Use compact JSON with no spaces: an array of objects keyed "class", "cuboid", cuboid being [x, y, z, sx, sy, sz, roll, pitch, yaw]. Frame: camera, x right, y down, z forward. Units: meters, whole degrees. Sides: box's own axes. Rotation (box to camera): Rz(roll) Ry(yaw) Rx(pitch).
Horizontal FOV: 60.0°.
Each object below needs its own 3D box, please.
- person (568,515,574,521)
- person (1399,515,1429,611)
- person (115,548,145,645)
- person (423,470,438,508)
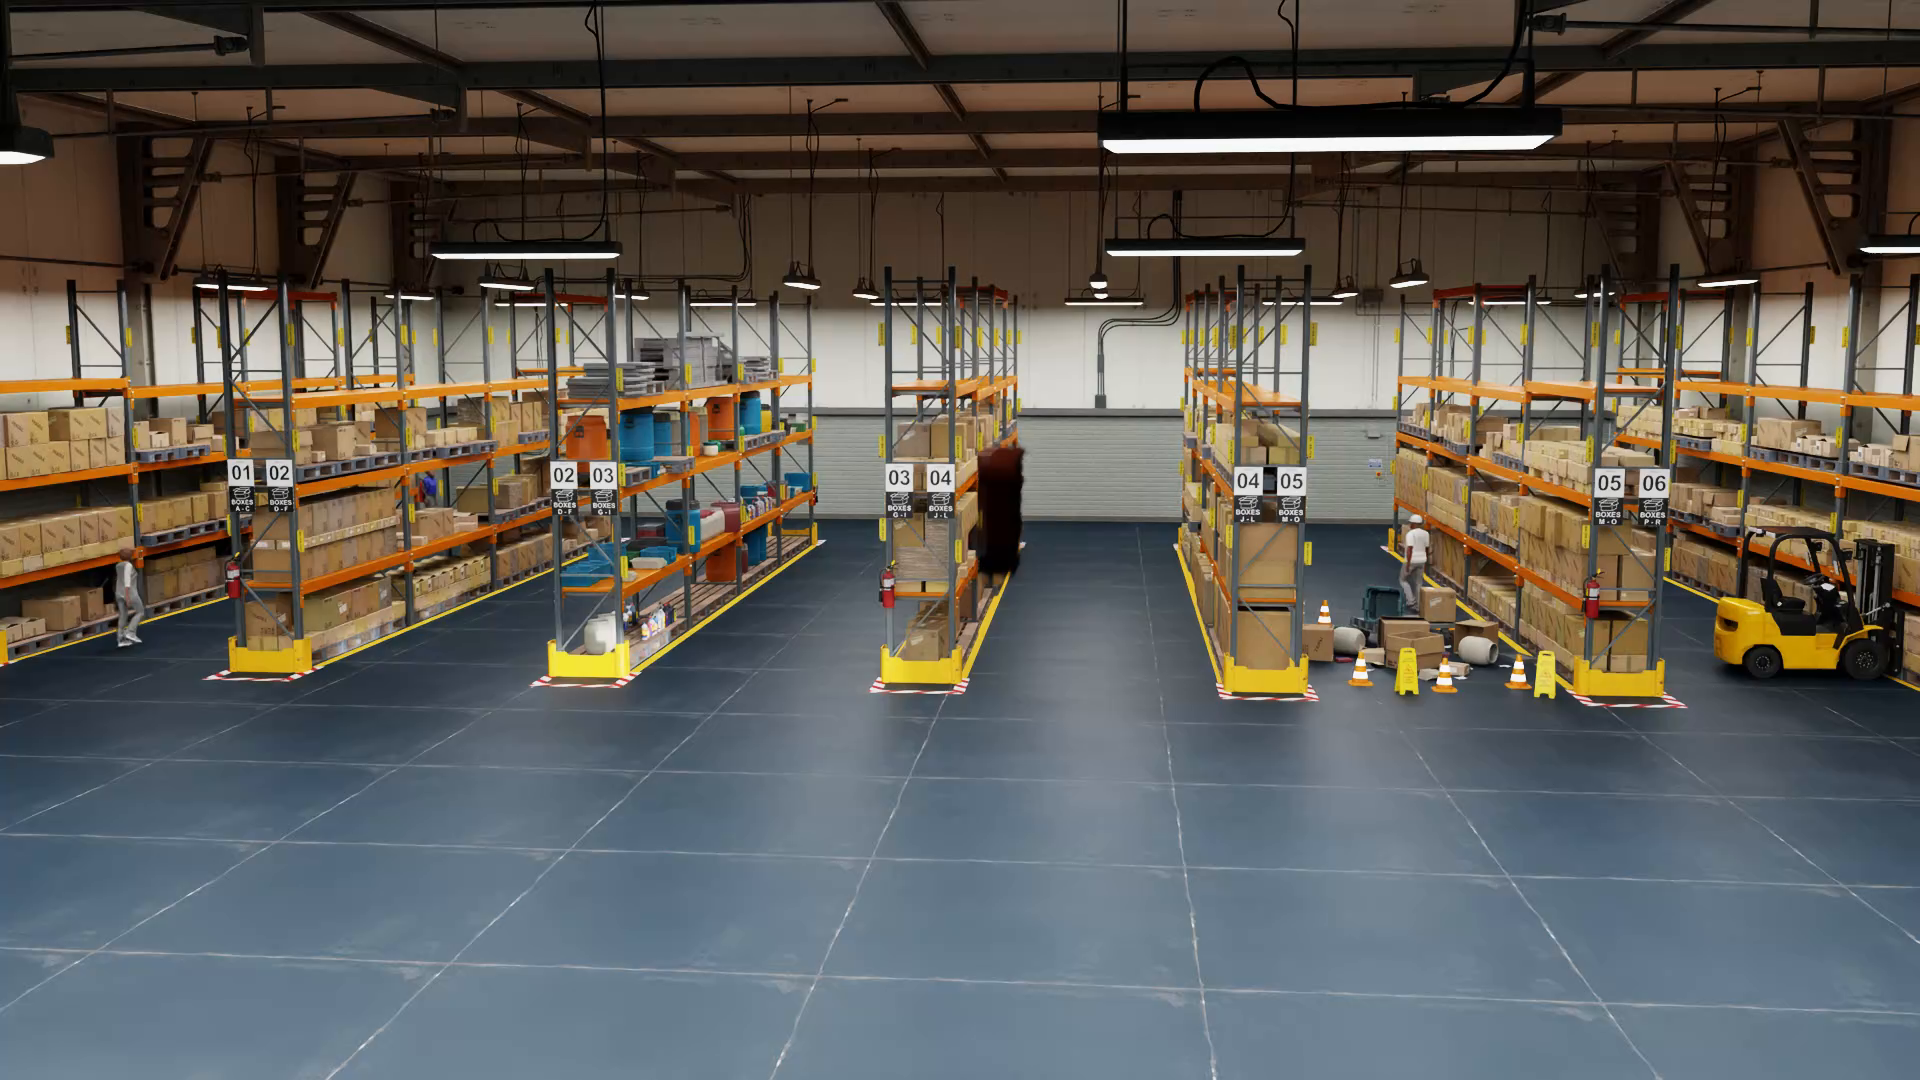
[{"class":"person","cuboid":[-10.108,-1.094,42.880,0.549,1.724,0.985,3,7,21]},{"class":"person","cuboid":[8.378,0.414,30.536,0.582,1.754,0.512,-2,7,-19]},{"class":"person","cuboid":[-13.586,0.922,27.077,0.446,1.582,0.469,2,7,16]},{"class":"person","cuboid":[-13.626,-1.028,42.859,0.408,1.675,0.475,1,7,6]}]
